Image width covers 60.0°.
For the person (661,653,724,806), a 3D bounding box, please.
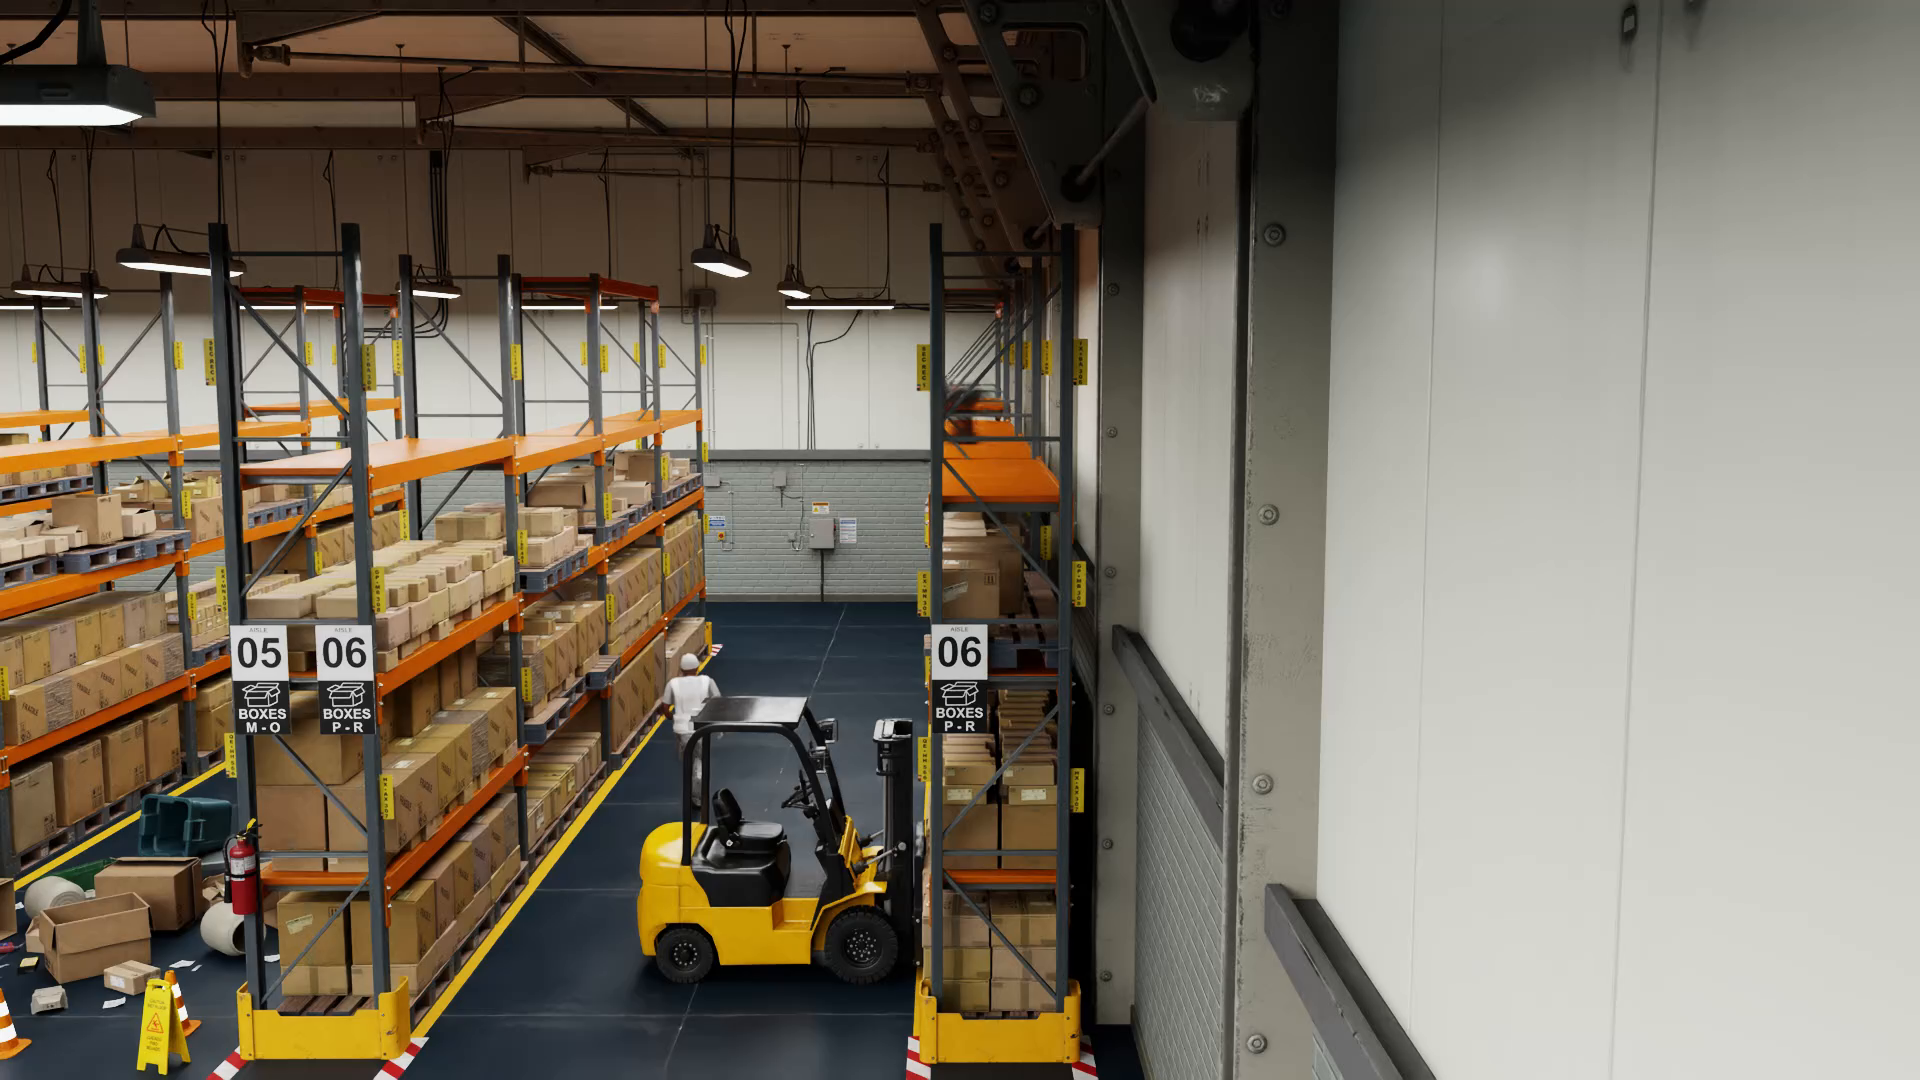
[{"bbox_3d":[-3.001,2.148,18.663,0.670,1.709,0.672,-2,7,-18],"label":"person"}]
